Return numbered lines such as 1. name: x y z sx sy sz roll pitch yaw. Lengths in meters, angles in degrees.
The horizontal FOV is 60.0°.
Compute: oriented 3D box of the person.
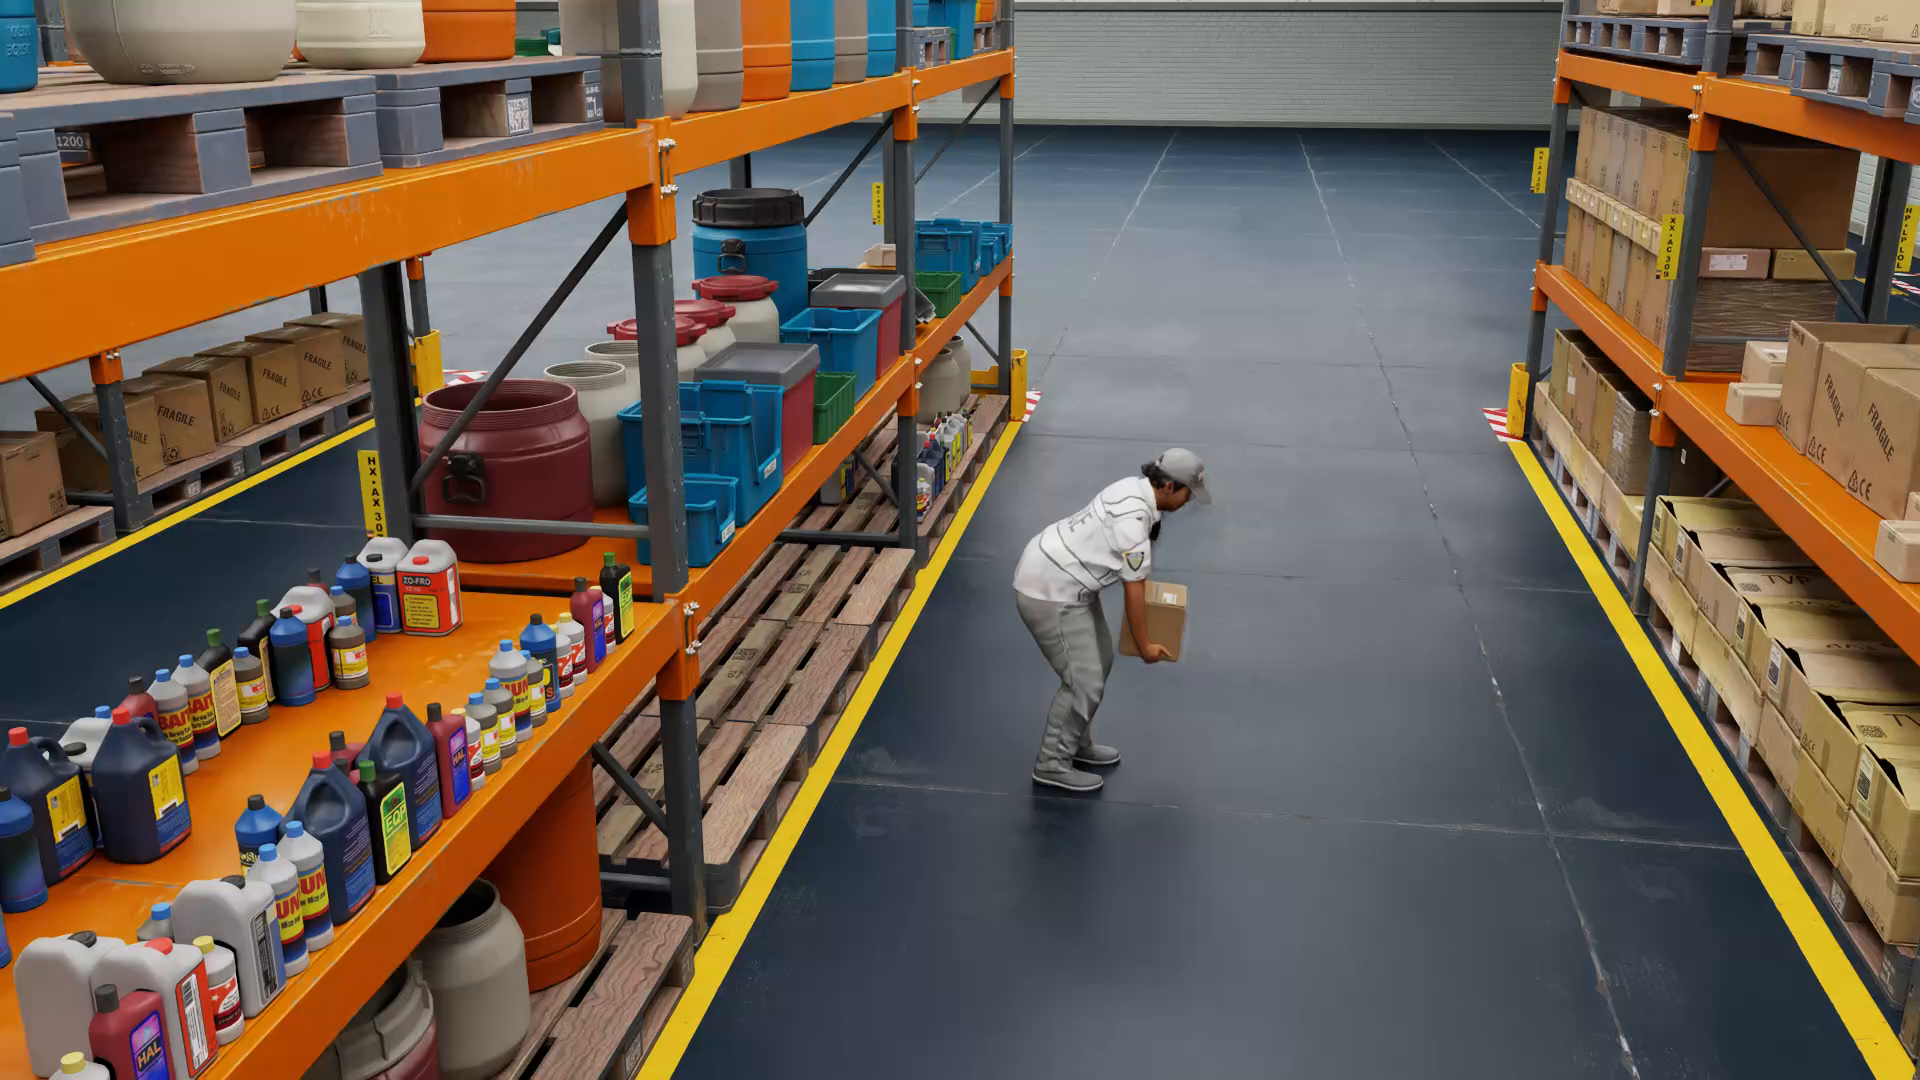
1. person: 0.623 0.317 6.939 0.809 1.449 0.461 2 18 7
